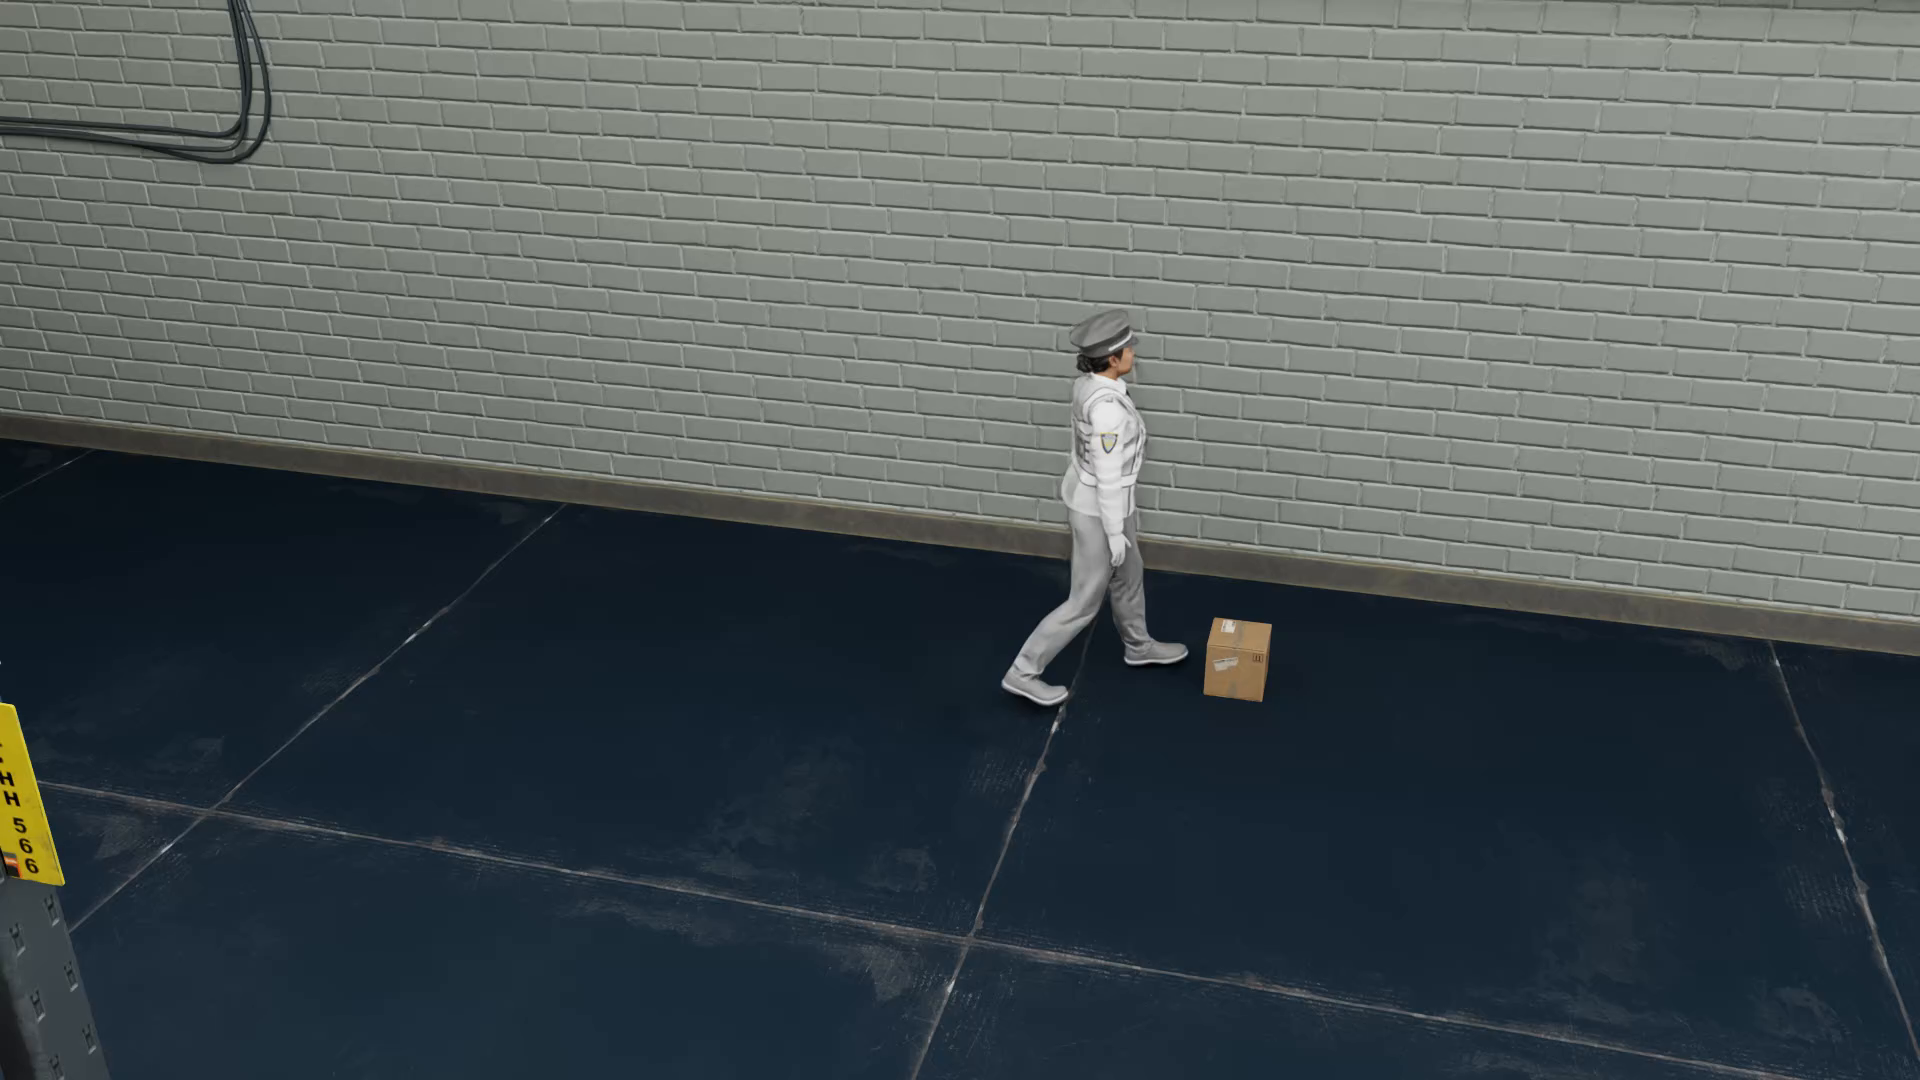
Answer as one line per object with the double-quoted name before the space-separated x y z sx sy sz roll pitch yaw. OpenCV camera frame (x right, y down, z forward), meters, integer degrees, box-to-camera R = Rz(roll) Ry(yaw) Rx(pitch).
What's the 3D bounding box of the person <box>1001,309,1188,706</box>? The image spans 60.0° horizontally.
"person" 0.590 -0.139 6.849 0.872 1.652 0.523 -3 26 -5
